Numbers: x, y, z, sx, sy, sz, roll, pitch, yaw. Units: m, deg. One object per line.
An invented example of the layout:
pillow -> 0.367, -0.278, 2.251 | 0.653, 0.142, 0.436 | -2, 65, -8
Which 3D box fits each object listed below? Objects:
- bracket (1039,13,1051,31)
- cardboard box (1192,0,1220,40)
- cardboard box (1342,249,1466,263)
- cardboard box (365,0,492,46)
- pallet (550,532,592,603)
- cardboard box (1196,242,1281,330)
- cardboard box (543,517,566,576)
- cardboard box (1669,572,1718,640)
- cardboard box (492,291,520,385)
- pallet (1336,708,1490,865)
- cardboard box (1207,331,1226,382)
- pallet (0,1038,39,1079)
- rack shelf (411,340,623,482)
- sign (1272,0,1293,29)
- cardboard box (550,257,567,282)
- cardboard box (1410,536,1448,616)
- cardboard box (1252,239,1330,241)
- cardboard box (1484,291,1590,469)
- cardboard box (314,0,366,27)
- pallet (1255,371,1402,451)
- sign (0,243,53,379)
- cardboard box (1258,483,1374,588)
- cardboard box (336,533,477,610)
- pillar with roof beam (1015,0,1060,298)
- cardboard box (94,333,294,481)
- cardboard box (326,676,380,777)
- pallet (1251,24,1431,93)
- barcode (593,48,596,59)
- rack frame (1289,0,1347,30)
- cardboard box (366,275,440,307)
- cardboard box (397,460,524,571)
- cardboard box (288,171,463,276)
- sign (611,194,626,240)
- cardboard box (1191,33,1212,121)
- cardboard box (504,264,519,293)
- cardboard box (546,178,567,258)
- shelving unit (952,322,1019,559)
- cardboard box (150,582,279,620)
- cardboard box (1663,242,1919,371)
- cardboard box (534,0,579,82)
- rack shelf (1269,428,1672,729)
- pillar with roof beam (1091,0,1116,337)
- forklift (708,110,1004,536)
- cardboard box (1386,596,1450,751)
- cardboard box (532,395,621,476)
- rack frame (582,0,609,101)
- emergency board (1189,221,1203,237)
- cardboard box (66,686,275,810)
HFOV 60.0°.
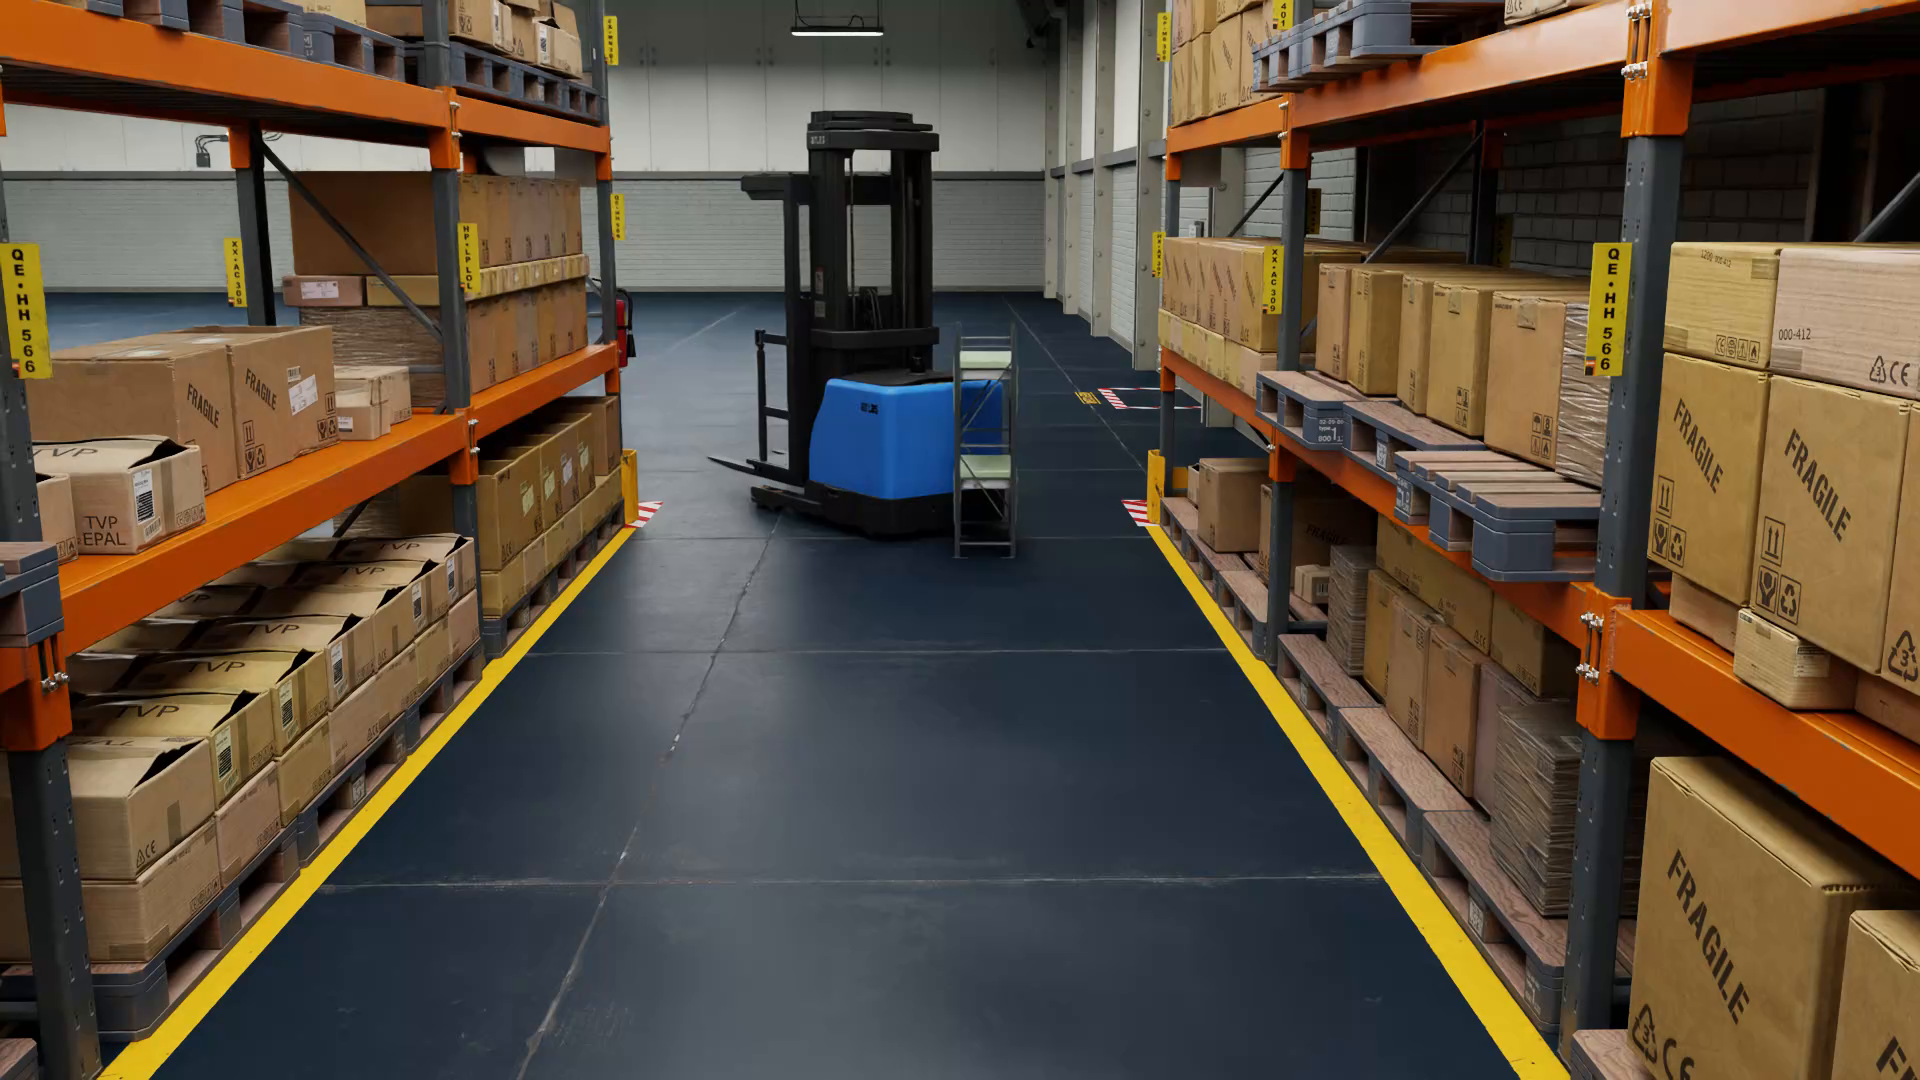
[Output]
bracket -> 1.943, -11.569, 36.896 | 0.076, 0.066, 4.783 | 0, 11, -1
cardboard box -> 1.723, -3.372, 10.276 | 0.500, 0.500, 0.500 | 0, 11, 0
cardboard box -> 2.258, -1.236, 8.546 | 0.500, 0.500, 0.500 | -1, 11, -2
cardboard box -> -2.640, -2.711, 8.174 | 0.500, 0.500, 0.500 | 1, 11, 4
pallet -> -2.896, 0.149, 10.294 | 1.003, 0.211, 1.213 | 0, 11, -1
cardboard box -> 1.713, -1.537, 10.030 | 0.500, 0.500, 0.500 | 0, 11, 1
cardboard box -> -2.610, 0.033, 9.711 | 0.500, 0.250, 0.500 | 0, 11, -1
cardboard box -> 1.917, 0.137, 3.919 | 0.380, 0.149, 0.250 | 0, 11, -2
cardboard box -> -2.933, -1.158, 9.472 | 0.700, 0.500, 0.500 | 0, 11, 0
pallet -> 2.105, 0.927, 6.459 | 1.003, 0.211, 1.213 | 0, 11, -1
cardboard box -> 1.718, -1.066, 9.594 | 0.500, 0.250, 0.500 | 0, 11, -1
pallet -> -2.833, 1.494, 3.664 | 1.003, 0.211, 1.213 | 0, 11, -1
rack shelf -> -2.935, -0.861, 10.070 | 1.077, 0.370, 4.000 | 0, 11, -1
sign -> 1.517, -2.557, 7.774 | 0.100, 0.325, 0.005 | 0, 11, -1
cardboard box -> -2.763, -1.750, 10.759 | 0.380, 0.149, 0.250 | 0, 11, 0
cardboard box -> 2.118, 0.142, 6.611 | 0.500, 0.250, 0.500 | -1, 11, -3
cardboard box -> 2.199, -1.743, 11.049 | 0.500, 0.500, 0.500 | 0, 11, 0
cardboard box -> 2.083, -0.511, 5.177 | 0.700, 0.500, 0.500 | -1, 12, -7
cardboard box -> -2.890, -2.296, 7.110 | 0.500, 0.250, 0.500 | 1, 12, 5
pallet -> 1.929, -0.591, 7.410 | 1.003, 0.211, 1.213 | 0, 11, -1
sign -> -2.268, -0.554, 4.032 | 0.100, 0.325, 0.005 | 0, 11, -1
cardboard box -> 1.998, -0.034, 9.364 | 0.500, 0.500, 0.500 | -1, 12, -5
cardboard box -> -2.598, 0.130, 7.824 | 0.500, 0.311, 0.500 | 0, 11, -1
pillar with roof beam -> -2.068, -10.383, 40.105 | 9.100, 9.000, 0.548 | 0, 11, -1
cardboard box -> -2.873, -0.508, 6.269 | 0.500, 0.500, 0.500 | 0, 11, -1
cardboard box -> -2.566, 0.710, 6.374 | 0.500, 0.250, 0.500 | 0, 11, 0
pallet -> 1.965, -2.092, 7.256 | 1.213, 0.211, 1.003 | 0, 11, -1
barcode -> -2.488, -3.308, 11.316 | 0.001, 0.075, 0.075 | 0, 11, -1
rack frame -> 2.059, -3.778, 7.546 | 1.000, 3.000, 0.127 | 0, 11, -1
cardboard box -> -2.705, -1.237, 8.231 | 0.380, 0.149, 0.250 | 0, 11, -1
cardboard box -> -2.590, -0.136, 8.656 | 0.500, 0.500, 0.500 | 0, 11, -1
cardboard box -> -2.909, -1.589, 8.334 | 0.700, 0.500, 0.500 | 0, 11, -1
sign -> -2.433, -2.294, 11.817 | 0.100, 0.325, 0.005 | 0, 11, -1
cardboard box -> 1.724, -2.884, 10.383 | 0.500, 0.500, 0.500 | 0, 11, 1
cardboard box -> -2.736, -1.494, 9.494 | 0.380, 0.149, 0.250 | -1, 11, -3
cardboard box -> -2.962, -2.088, 10.794 | 0.700, 0.500, 0.500 | -1, 11, -3
shelving unit -> 0.171, -0.683, 11.153 | 0.431, 1.500, 0.755 | 0, 11, 1
cardboard box -> -3.117, 0.336, 6.807 | 0.500, 0.311, 0.500 | -1, 11, -3
cardboard box -> 1.894, -0.517, 3.629 | 0.500, 0.250, 0.500 | 0, 11, 0
cardboard box -> -2.968, -3.292, 11.031 | 0.797, 0.503, 0.637 | 1, 11, 3
rack shelf -> 2.100, -0.087, 6.255 | 1.077, 0.370, 4.000 | 0, 11, -1
pillar with roof beam -> -1.820, -7.997, 28.347 | 9.100, 9.000, 0.400 | 0, 11, -1
forklift -> -0.947, -1.704, 12.588 | 1.130, 2.935, 3.031 | -8, 14, -35
cardboard box -> 2.122, 0.522, 6.621 | 0.700, 0.500, 0.500 | 0, 11, -1
cardboard box -> -2.668, -0.732, 11.596 | 0.500, 0.500, 0.500 | 0, 11, -1
rack frame -> -2.976, -4.552, 11.361 | 1.000, 3.000, 0.127 | 0, 11, -1
emergency board -> 2.719, -3.181, 19.695 | 0.194, 1.169, 0.643 | 0, 11, -1
cardboard box -> -2.547, 0.636, 5.329 | 0.500, 0.311, 0.500 | -1, 11, -3
